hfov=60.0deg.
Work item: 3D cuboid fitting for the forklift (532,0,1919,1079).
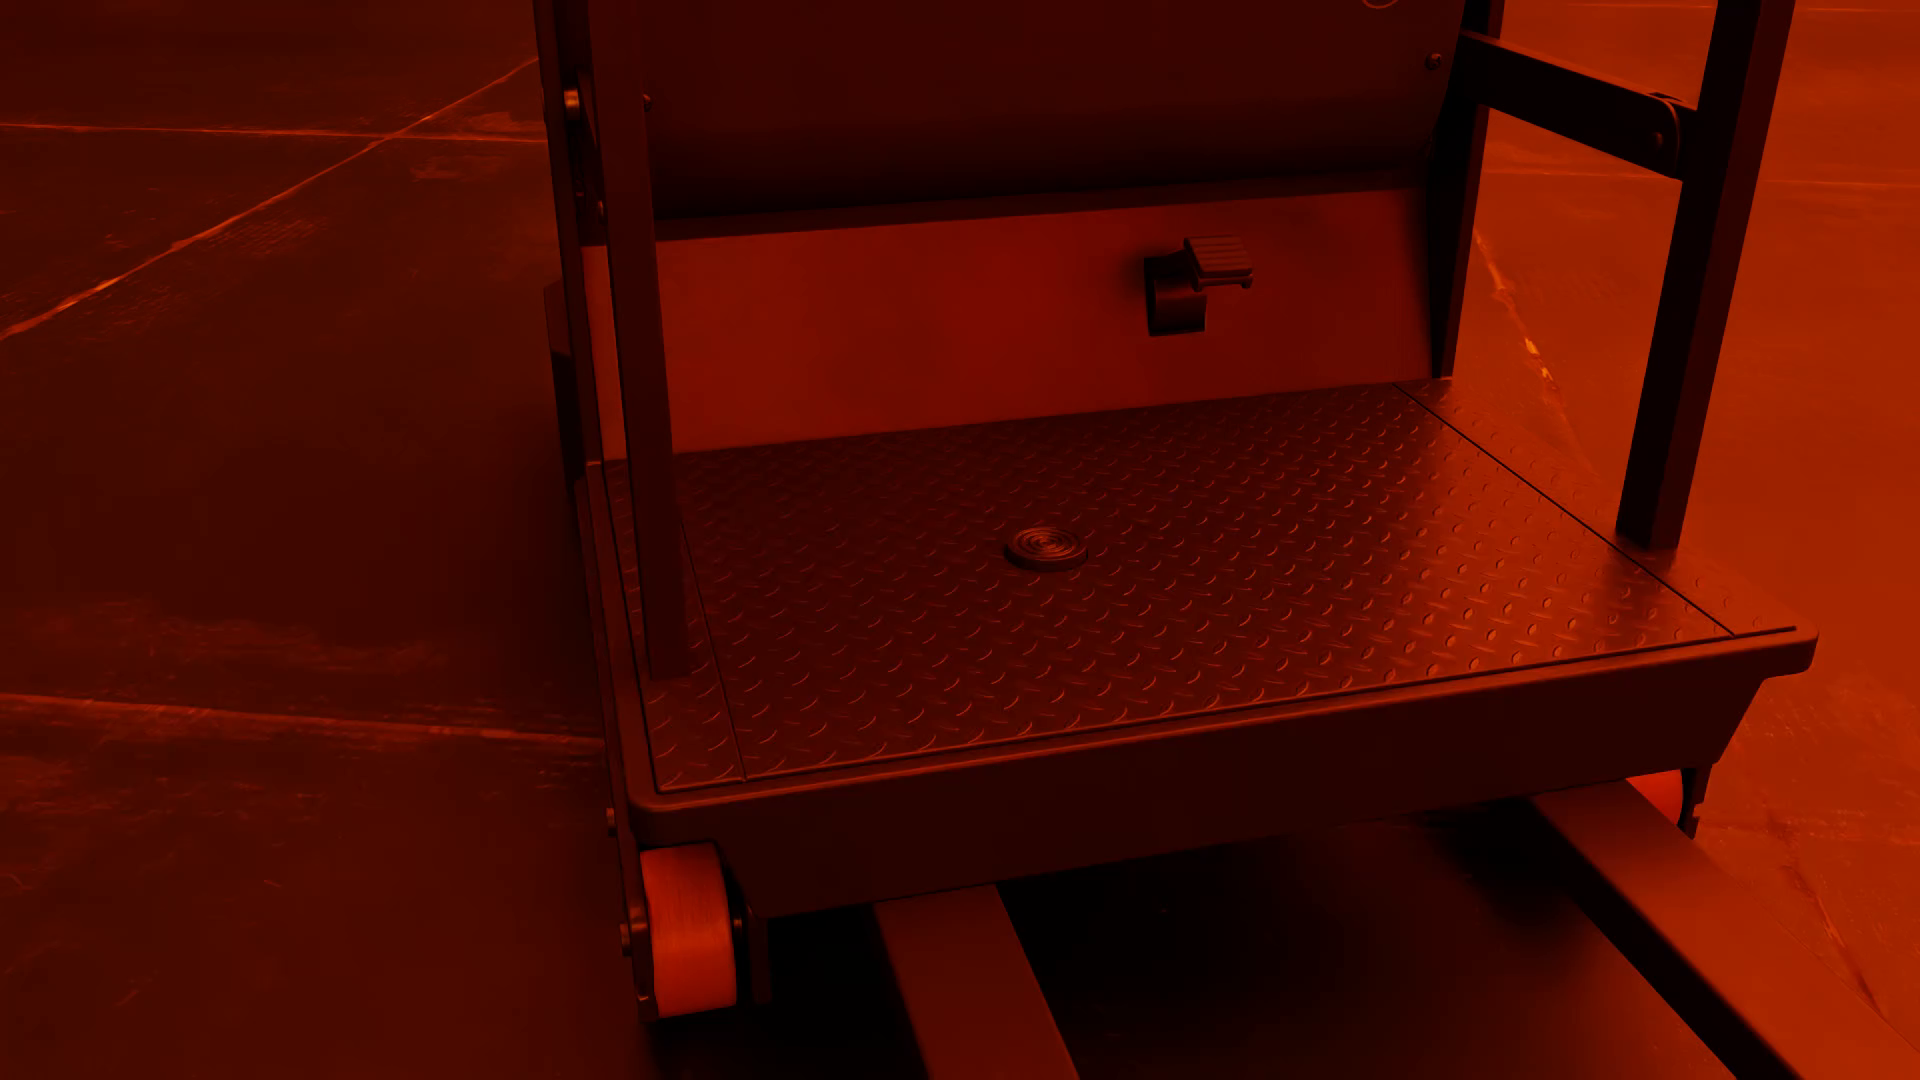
[{"bbox_3d":[0.153,-1.049,1.319,1.130,2.935,3.031,-7,27,-13],"label":"forklift"}]
